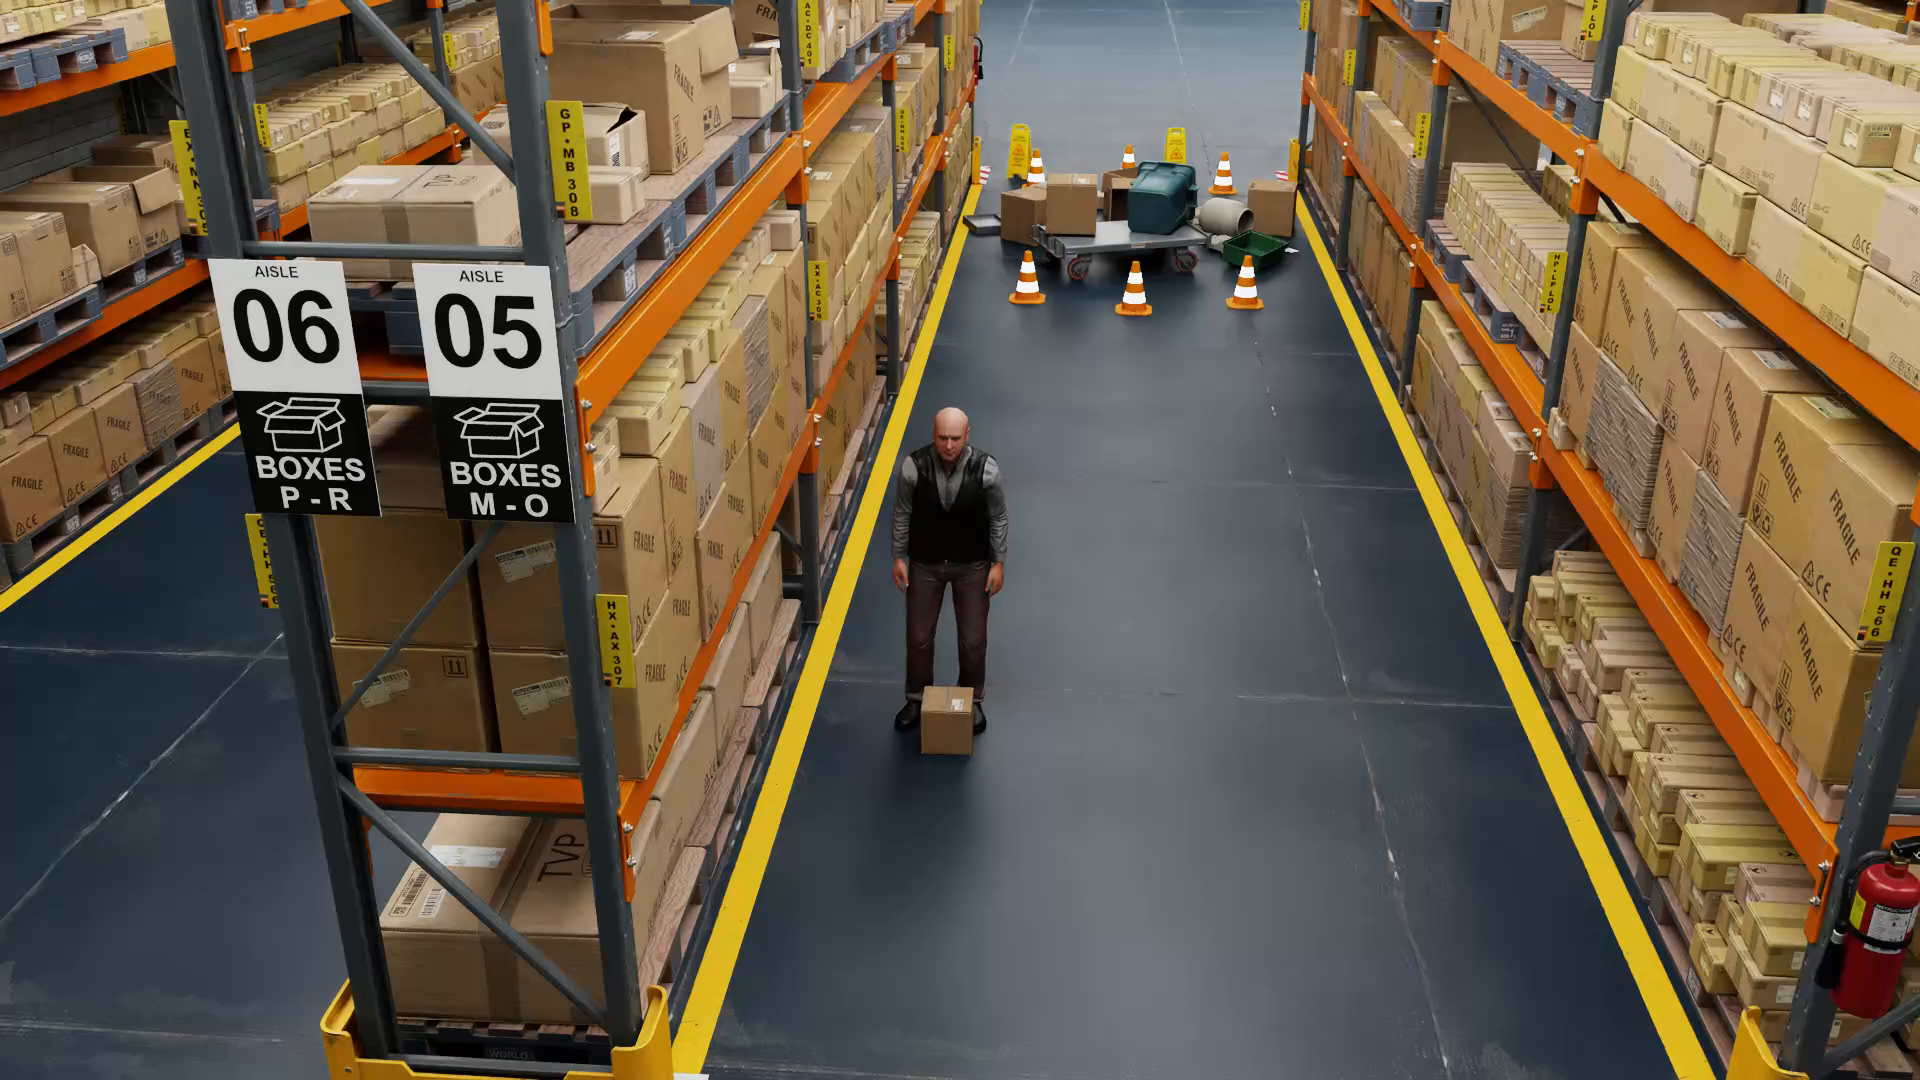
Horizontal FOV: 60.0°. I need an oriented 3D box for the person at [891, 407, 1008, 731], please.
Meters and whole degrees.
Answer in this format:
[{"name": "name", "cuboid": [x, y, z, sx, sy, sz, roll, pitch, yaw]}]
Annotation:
[{"name": "person", "cuboid": [-0.052, 0.126, 8.354, 0.581, 1.721, 0.418, 2, 24, 5]}]
